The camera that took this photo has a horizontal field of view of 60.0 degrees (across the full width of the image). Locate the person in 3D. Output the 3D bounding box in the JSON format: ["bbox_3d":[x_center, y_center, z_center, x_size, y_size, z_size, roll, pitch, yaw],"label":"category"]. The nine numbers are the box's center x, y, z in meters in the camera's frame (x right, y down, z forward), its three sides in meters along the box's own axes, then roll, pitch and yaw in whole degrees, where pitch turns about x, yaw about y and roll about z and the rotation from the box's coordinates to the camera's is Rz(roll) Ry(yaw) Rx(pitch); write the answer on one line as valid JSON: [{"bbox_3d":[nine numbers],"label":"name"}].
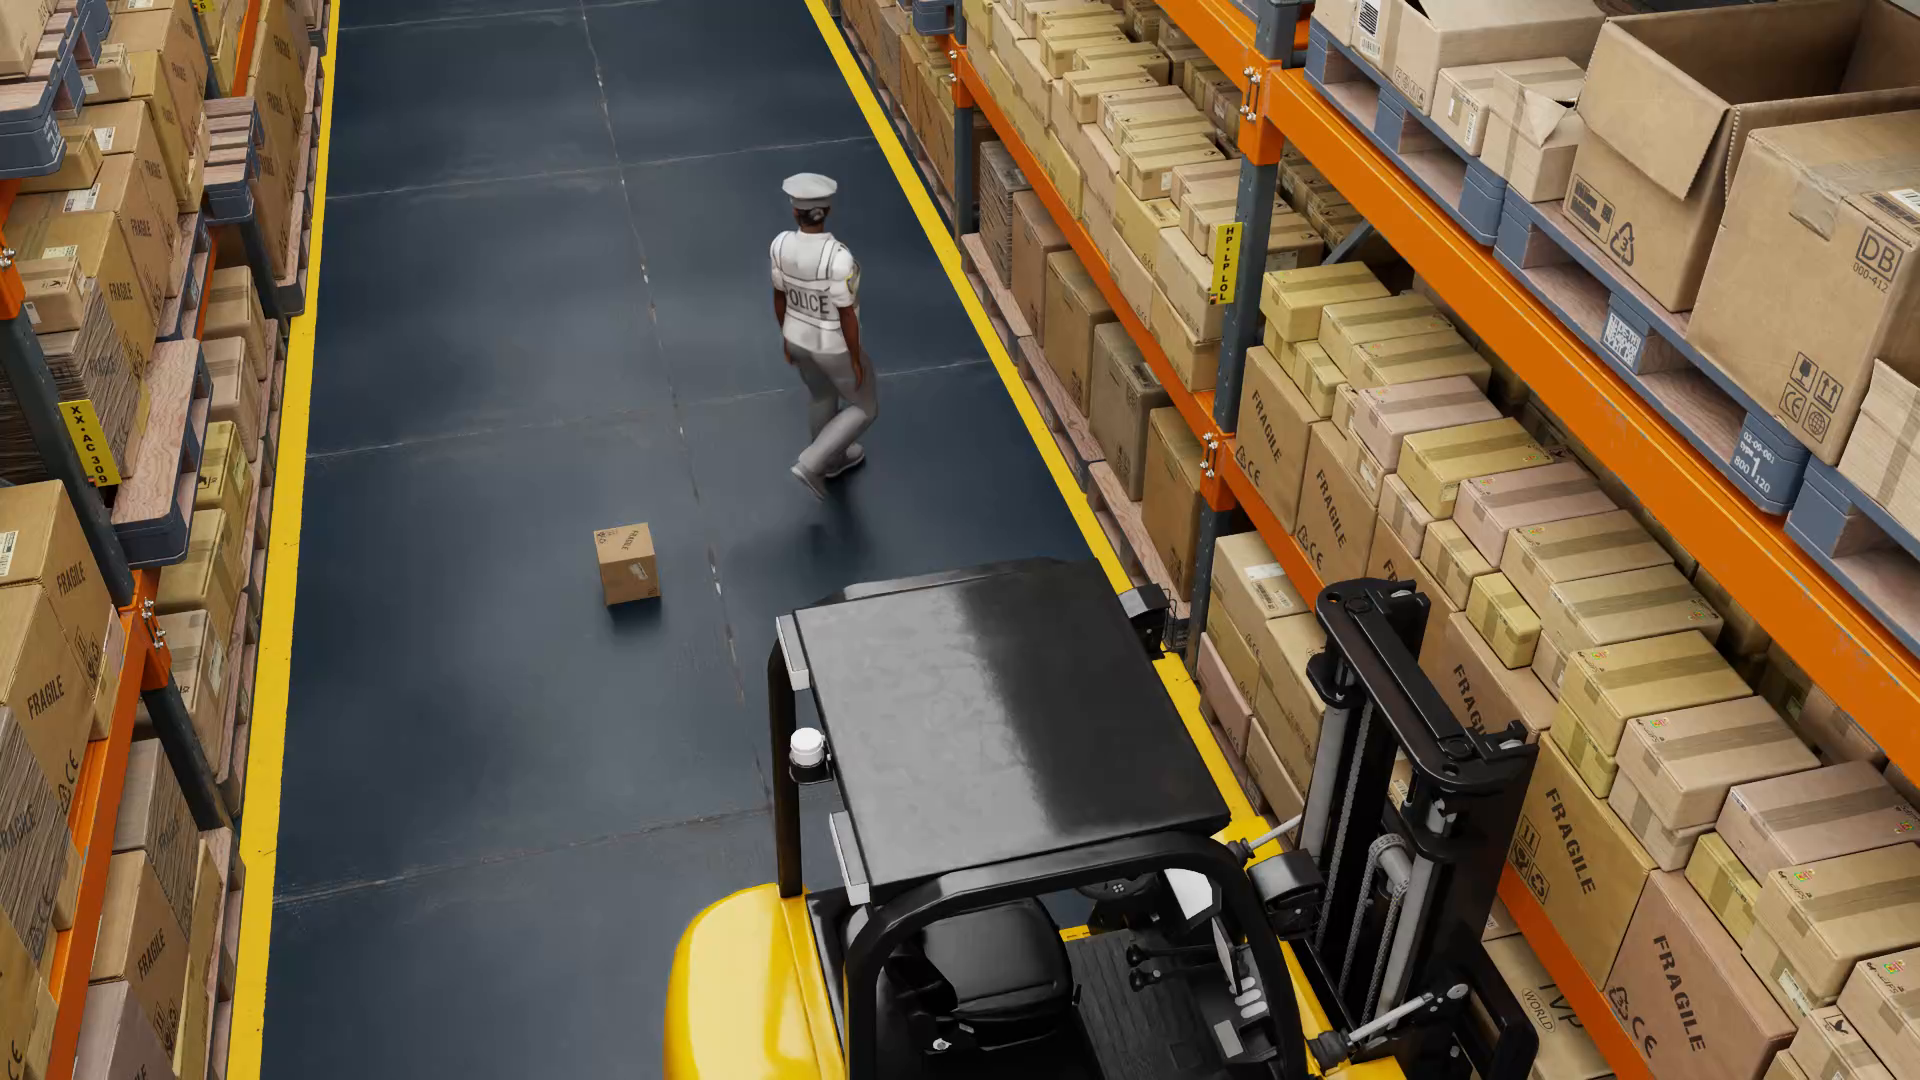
[{"bbox_3d":[-0.646,-0.916,7.847,0.480,1.648,0.642,24,44,27],"label":"person"}]
